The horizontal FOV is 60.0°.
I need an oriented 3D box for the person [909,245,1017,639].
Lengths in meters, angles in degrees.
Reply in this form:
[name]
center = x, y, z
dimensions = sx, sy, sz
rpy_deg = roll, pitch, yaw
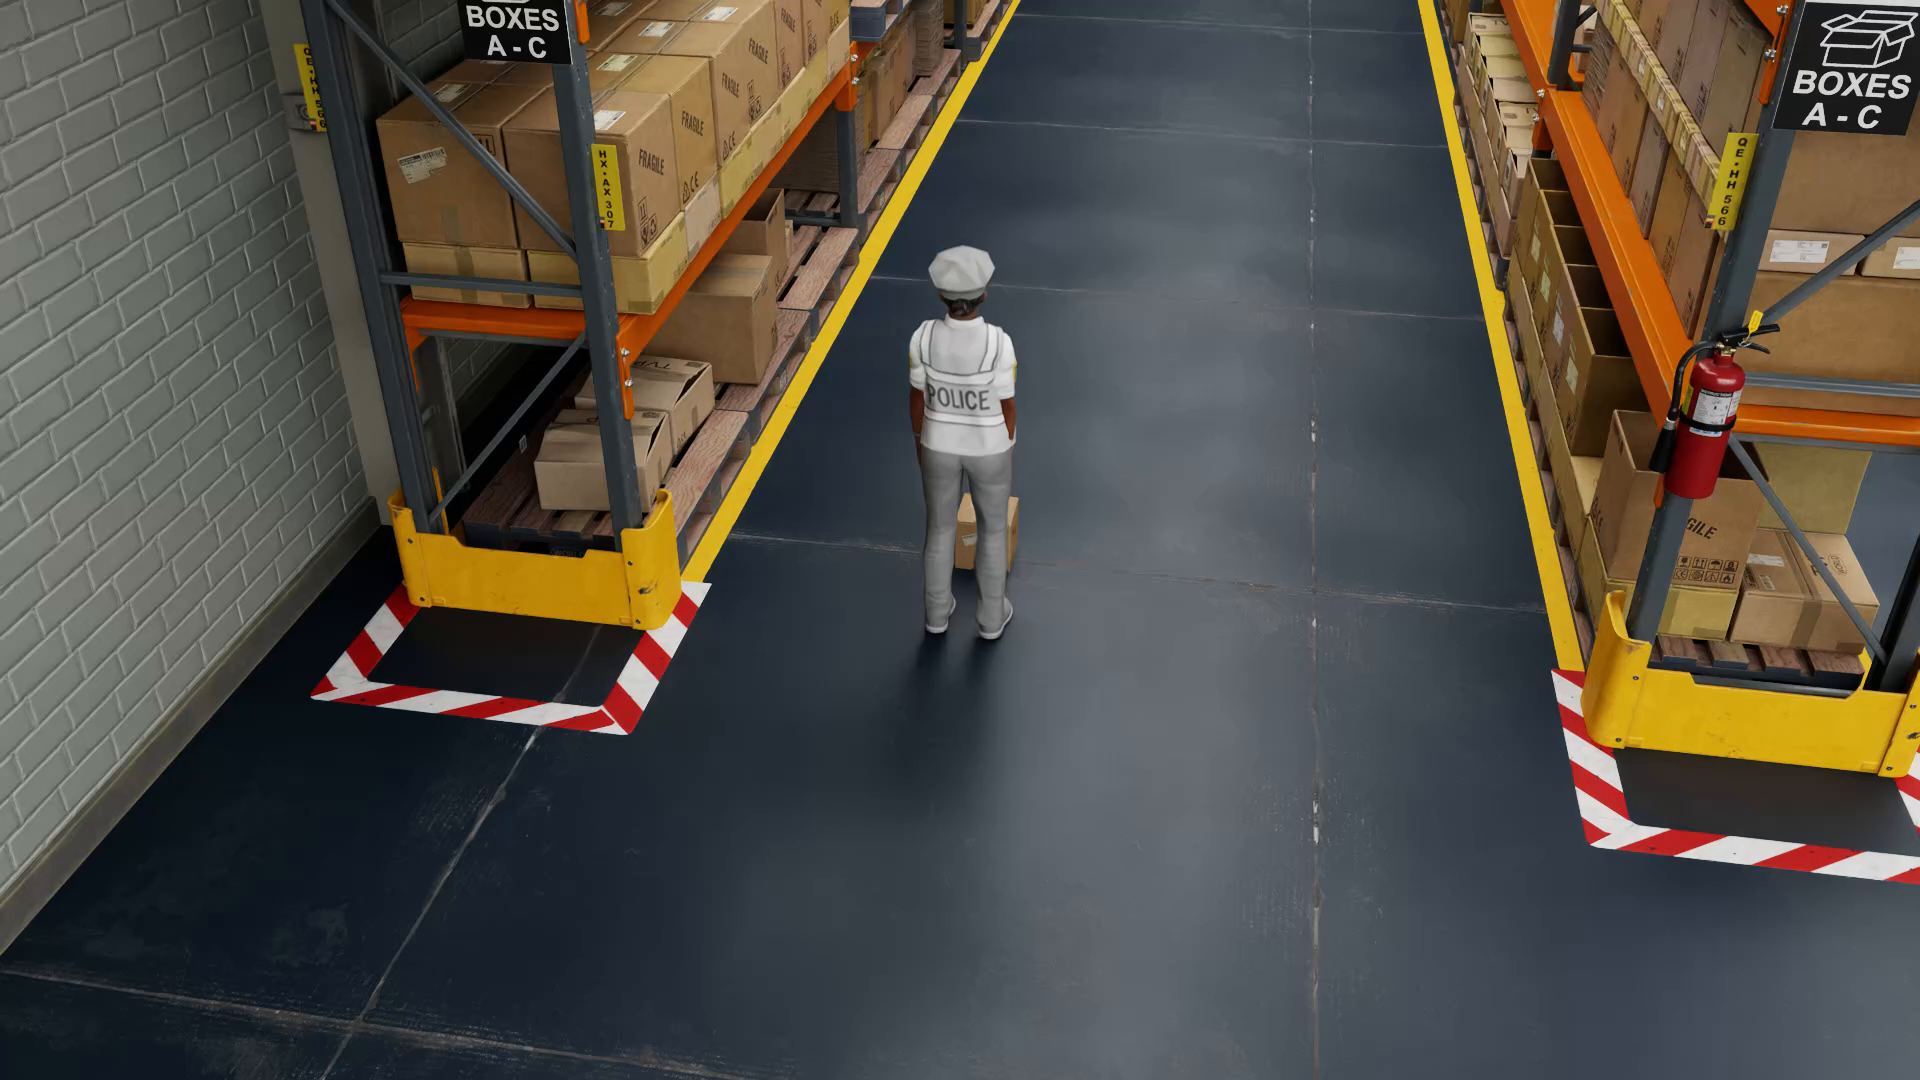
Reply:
[person]
center = 0.015, -0.373, 6.708
dimensions = 0.435, 1.680, 0.339
rpy_deg = 6, 33, 10
